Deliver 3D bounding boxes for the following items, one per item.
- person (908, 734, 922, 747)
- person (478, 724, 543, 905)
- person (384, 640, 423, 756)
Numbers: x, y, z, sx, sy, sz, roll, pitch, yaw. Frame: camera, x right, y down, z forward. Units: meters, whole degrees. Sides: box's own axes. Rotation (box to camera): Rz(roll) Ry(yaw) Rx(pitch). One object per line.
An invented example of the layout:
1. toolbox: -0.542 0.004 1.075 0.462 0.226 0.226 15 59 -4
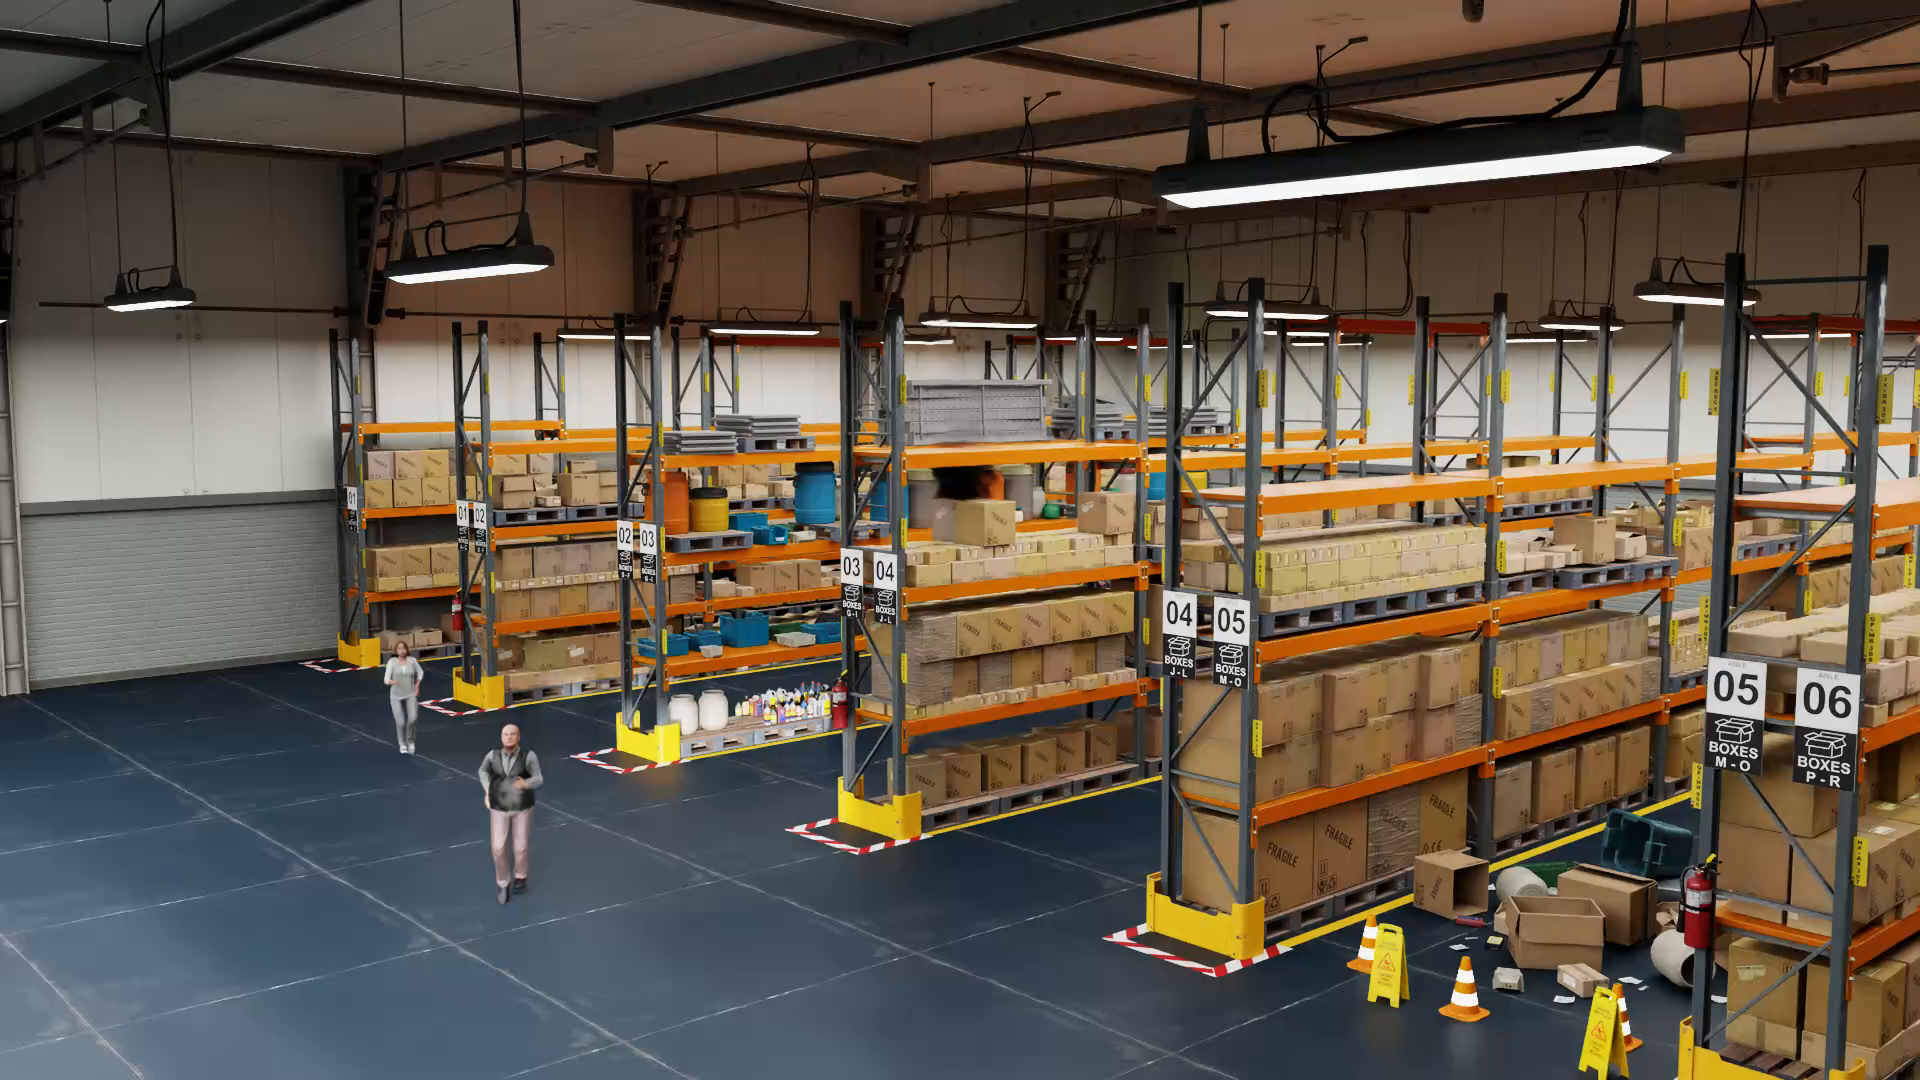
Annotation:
1. person: -0.606 1.928 22.073 0.582 1.582 0.652 4 7 38
2. person: -4.428 2.702 16.400 0.638 1.767 0.706 -1 6 -11
3. person: -7.518 2.148 22.517 0.519 1.580 0.603 -2 6 -22
